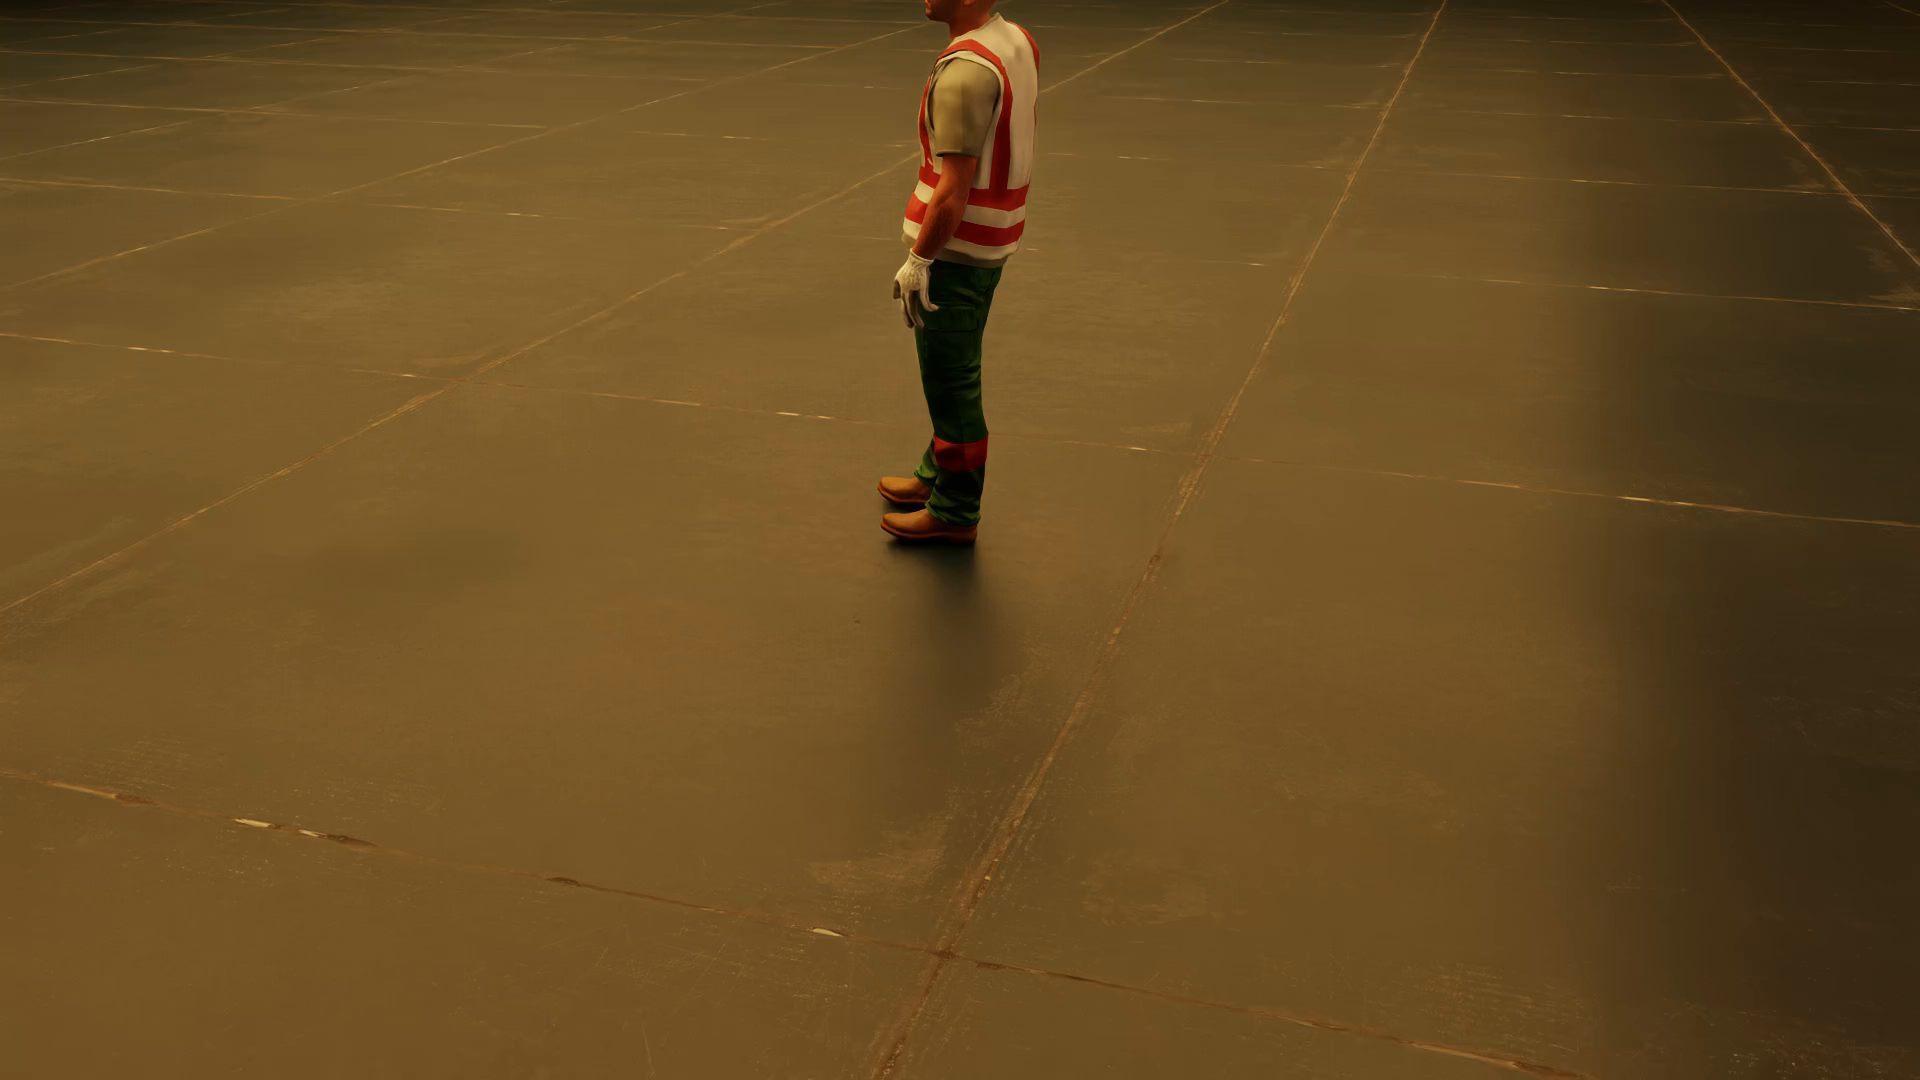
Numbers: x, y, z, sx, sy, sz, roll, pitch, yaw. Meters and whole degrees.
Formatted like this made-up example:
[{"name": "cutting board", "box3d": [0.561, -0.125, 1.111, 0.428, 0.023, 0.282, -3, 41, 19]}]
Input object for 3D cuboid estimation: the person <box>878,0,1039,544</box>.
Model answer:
[{"name": "person", "box3d": [-0.072, -0.848, 4.809, 0.564, 1.787, 0.637, 7, 23, 16]}]
